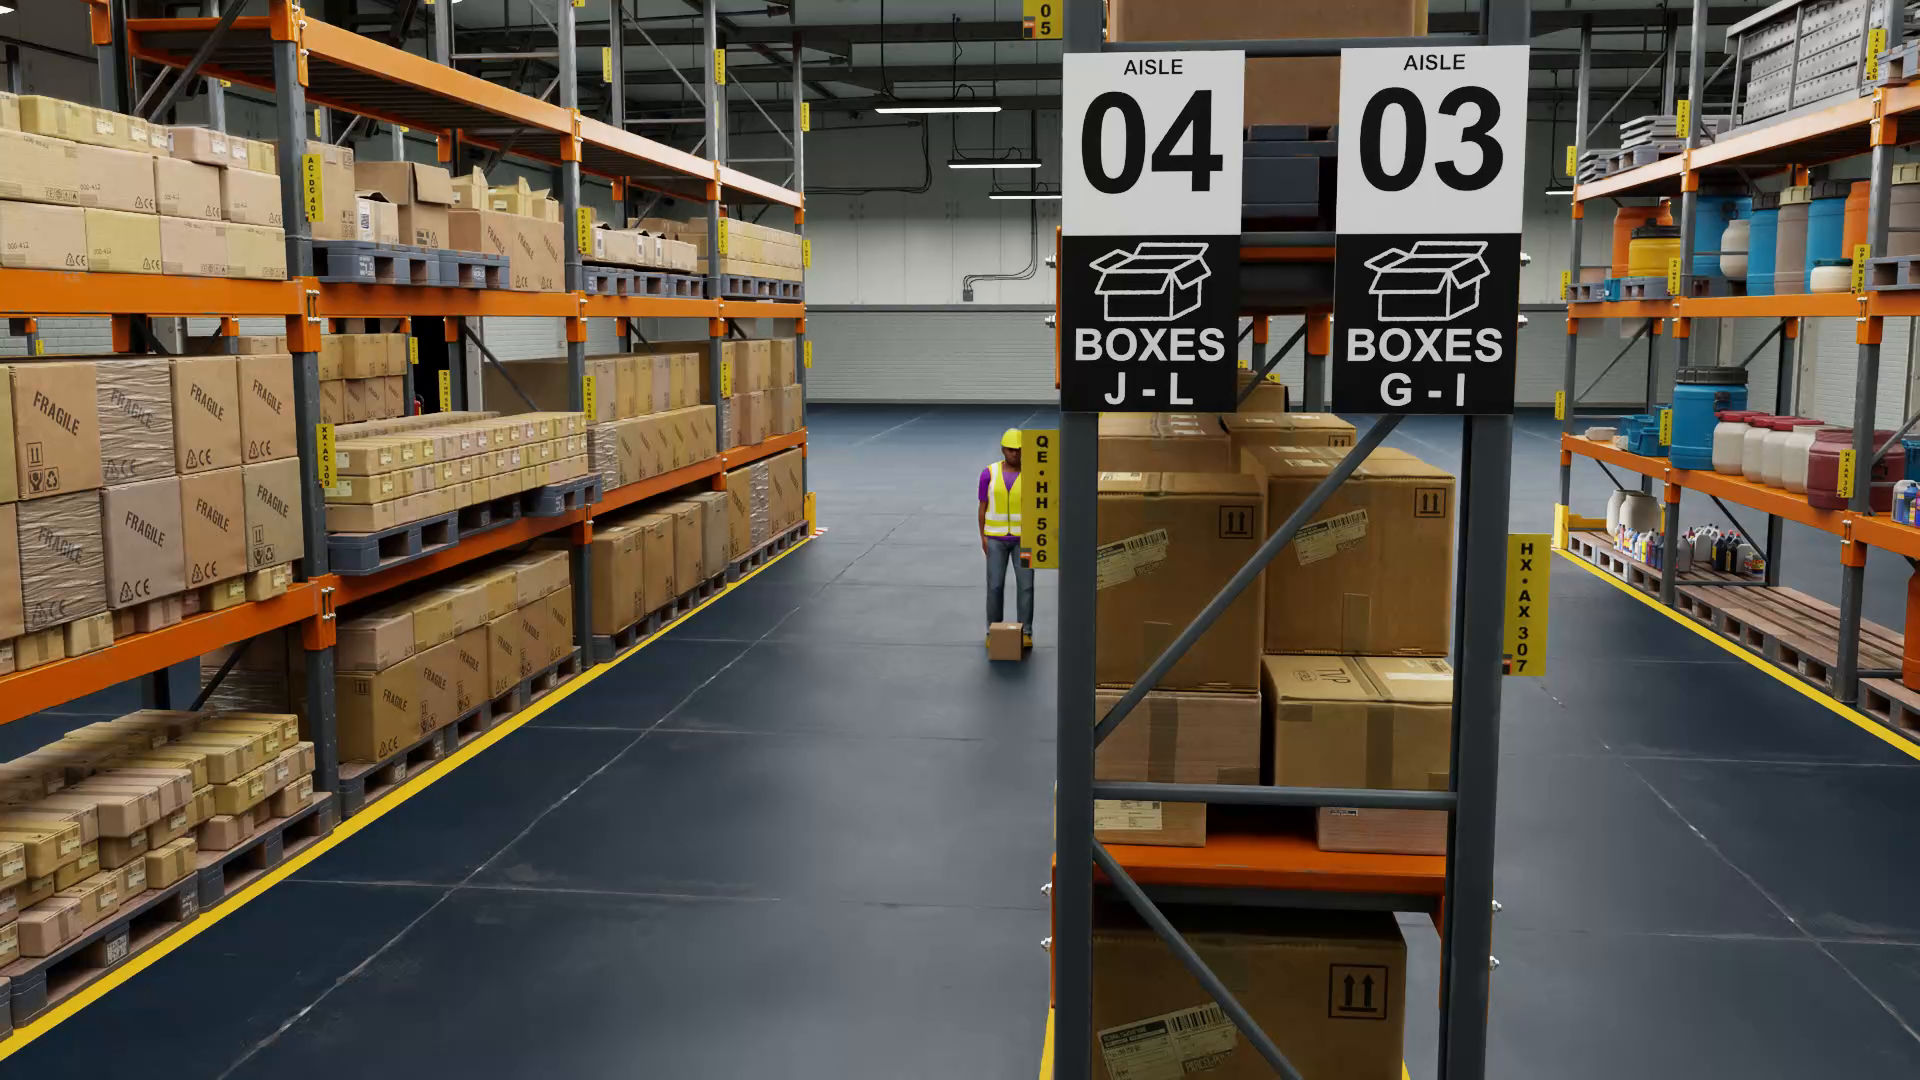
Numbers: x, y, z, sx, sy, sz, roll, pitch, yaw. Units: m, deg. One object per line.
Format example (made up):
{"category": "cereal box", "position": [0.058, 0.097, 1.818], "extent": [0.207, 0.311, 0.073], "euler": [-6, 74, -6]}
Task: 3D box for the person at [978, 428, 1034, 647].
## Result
{"category": "person", "position": [0.423, -0.019, 13.365], "extent": [0.565, 1.767, 0.361], "euler": [1, 8, 5]}
